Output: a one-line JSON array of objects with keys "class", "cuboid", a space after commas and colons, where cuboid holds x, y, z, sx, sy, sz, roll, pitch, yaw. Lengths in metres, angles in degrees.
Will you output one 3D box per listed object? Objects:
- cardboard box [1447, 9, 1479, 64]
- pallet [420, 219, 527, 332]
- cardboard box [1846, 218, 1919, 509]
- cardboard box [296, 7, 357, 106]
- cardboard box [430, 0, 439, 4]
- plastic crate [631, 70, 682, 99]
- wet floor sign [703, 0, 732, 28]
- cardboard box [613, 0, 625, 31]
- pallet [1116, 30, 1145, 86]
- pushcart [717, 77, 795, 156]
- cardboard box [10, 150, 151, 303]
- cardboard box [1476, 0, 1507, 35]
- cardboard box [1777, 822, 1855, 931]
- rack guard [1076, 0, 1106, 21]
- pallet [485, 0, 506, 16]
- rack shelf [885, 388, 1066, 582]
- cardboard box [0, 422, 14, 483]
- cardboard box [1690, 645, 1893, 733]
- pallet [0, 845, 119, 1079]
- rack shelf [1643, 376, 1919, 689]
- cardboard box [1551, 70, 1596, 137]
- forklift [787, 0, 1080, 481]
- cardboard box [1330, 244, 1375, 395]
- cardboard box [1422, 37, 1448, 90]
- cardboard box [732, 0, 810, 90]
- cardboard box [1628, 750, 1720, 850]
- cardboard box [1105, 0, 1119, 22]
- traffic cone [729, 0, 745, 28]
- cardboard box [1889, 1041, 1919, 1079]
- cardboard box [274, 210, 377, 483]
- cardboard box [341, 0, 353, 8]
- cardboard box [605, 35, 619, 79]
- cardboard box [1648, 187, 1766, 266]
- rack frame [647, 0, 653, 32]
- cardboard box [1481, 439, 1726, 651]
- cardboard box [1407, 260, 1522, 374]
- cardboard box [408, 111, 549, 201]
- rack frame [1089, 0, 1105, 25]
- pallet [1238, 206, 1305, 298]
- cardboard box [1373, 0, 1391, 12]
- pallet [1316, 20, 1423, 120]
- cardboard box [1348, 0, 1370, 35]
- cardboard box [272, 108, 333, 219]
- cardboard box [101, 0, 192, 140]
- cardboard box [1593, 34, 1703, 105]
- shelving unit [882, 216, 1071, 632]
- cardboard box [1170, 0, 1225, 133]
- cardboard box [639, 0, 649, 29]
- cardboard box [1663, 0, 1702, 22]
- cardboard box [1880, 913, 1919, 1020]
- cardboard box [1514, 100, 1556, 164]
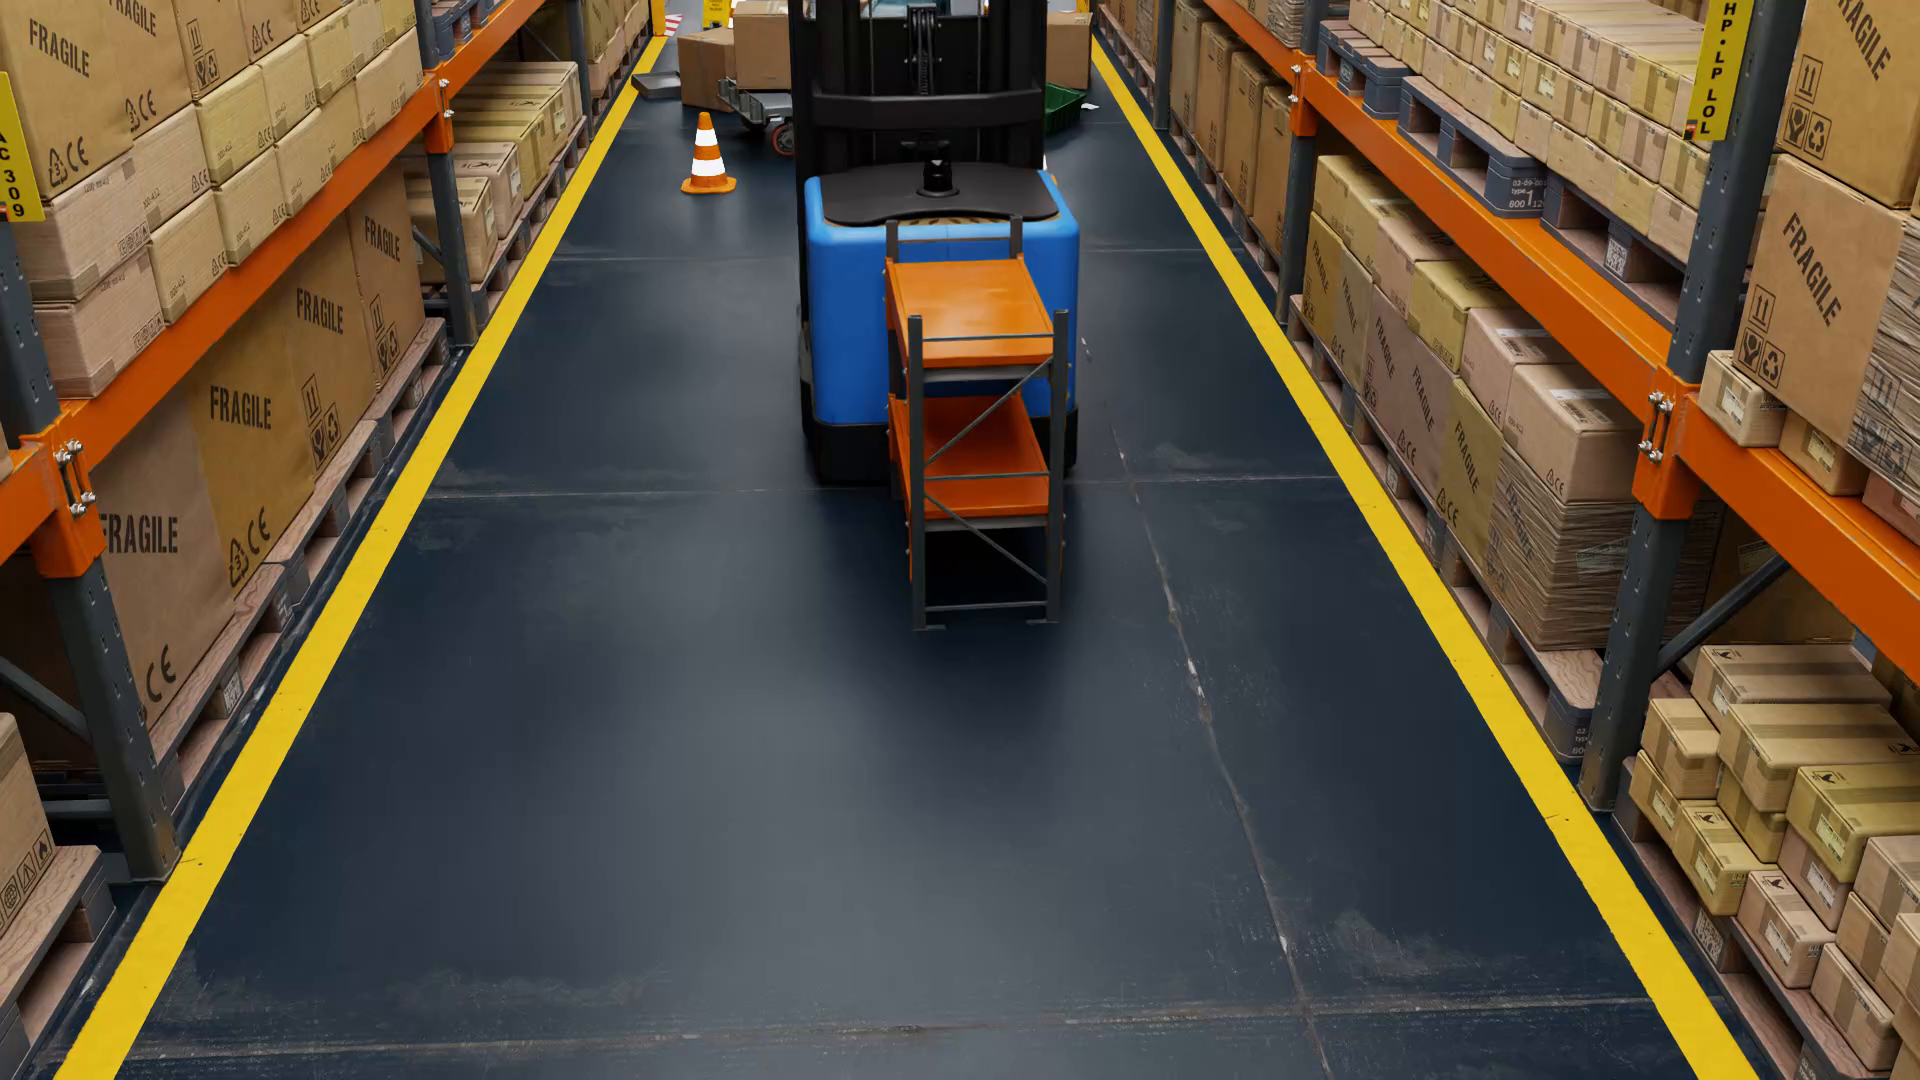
[{"class": "cardboard box", "cuboid": [1.985, -1.817, 5.985, 0.380, 0.149, 0.250, -2, 28, -3]}, {"class": "pallet", "cuboid": [-2.886, -1.391, 8.689, 1.003, 0.211, 1.213, -1, 28, -3]}, {"class": "cardboard box", "cuboid": [2.108, -0.299, 3.149, 0.500, 0.500, 0.500, -1, 28, -3]}, {"class": "cardboard box", "cuboid": [-2.490, -1.732, 5.948, 0.500, 0.250, 0.500, -2, 28, -4]}, {"class": "cardboard box", "cuboid": [-2.659, -2.627, 7.861, 0.380, 0.149, 0.250, -3, 28, -6]}, {"class": "plastic crate", "cuboid": [-2.318, -3.564, 12.997, 0.402, 0.080, 0.583, -11, 30, -20]}, {"class": "wet floor sign", "cuboid": [-2.205, -5.031, 15.198, 0.267, 0.644, 0.232, 8, 29, 15]}, {"class": "cardboard box", "cuboid": [-2.881, -4.179, 12.727, 0.500, 0.500, 0.500, 0, 28, 0]}, {"class": "pallet", "cuboid": [1.854, -3.961, 13.617, 1.003, 0.211, 1.213, -1, 28, -3]}, {"class": "pushcart", "cuboid": [-0.781, -3.029, 11.650, 1.648, 0.377, 0.936, -11, 30, -20]}, {"class": "cardboard box", "cuboid": [-2.379, -0.785, 4.132, 0.500, 0.250, 0.500, -2, 28, -4]}, {"class": "cardboard box", "cuboid": [2.002, -1.831, 5.691, 0.380, 0.149, 0.250, -2, 28, -3]}, {"class": "cardboard box", "cuboid": [2.151, 0.762, 3.853, 0.380, 0.149, 0.250, -2, 28, -3]}, {"class": "rack guard", "cuboid": [1.673, -5.030, 15.354, 1.175, 0.500, 0.348, -1, 28, -3]}, {"class": "pallet", "cuboid": [-2.991, -3.095, 9.147, 1.003, 0.211, 1.213, -1, 28, -3]}, {"class": "rack shelf", "cuboid": [0.034, -0.222, 5.988, 0.538, 0.278, 1.000, -3, 28, -5]}, {"class": "cardboard box", "cuboid": [-2.358, -0.256, 3.388, 0.500, 0.500, 0.500, -1, 28, -2]}, {"class": "cardboard box", "cuboid": [2.112, 0.393, 4.239, 0.380, 0.149, 0.250, 0, 28, -1]}, {"class": "pallet", "cuboid": [-2.676, 1.170, 3.778, 1.003, 0.211, 1.213, -1, 28, -3]}, {"class": "rack shelf", "cuboid": [2.405, 0.657, 2.524, 1.077, 0.370, 4.000, -1, 28, -3]}, {"class": "cardboard box", "cuboid": [2.039, -1.334, 5.059, 0.380, 0.149, 0.250, -2, 28, -4]}, {"class": "forklift", "cuboid": [-0.204, -2.183, 7.266, 1.130, 2.935, 3.031, -3, 28, -5]}, {"class": "cardboard box", "cuboid": [1.904, -0.946, 7.069, 0.500, 0.500, 0.500, -1, 28, -2]}, {"class": "cardboard box", "cuboid": [1.974, -1.800, 6.275, 0.380, 0.149, 0.250, -1, 28, -1]}, {"class": "cardboard box", "cuboid": [-1.279, -3.398, 11.406, 0.500, 0.500, 0.500, -1, 28, -3]}, {"class": "cardboard box", "cuboid": [1.999, 0.668, 4.354, 0.380, 0.149, 0.250, -3, 28, -5]}, {"class": "cardboard box", "cuboid": [1.775, -5.060, 14.551, 0.875, 0.875, 0.875, -1, 28, -2]}, {"class": "traffic cone", "cuboid": [-1.953, -4.669, 14.701, 0.336, 0.463, 0.334, -1, 28, -3]}, {"class": "cardboard box", "cuboid": [2.190, 1.144, 3.442, 0.380, 0.149, 0.250, -3, 28, -5]}, {"class": "cardboard box", "cuboid": [-2.851, -0.778, 6.341, 0.875, 0.875, 0.875, -1, 28, -2]}, {"class": "cardboard box", "cuboid": [-2.523, -2.285, 6.198, 0.500, 0.500, 0.500, -1, 28, -2]}, {"class": "cardboard box", "cuboid": [-2.856, -3.606, 12.440, 0.500, 0.250, 0.500, 0, 28, 0]}, {"class": "cardboard box", "cuboid": [2.082, -0.839, 4.432, 0.380, 0.149, 0.250, -2, 28, -4]}, {"class": "rack frame", "cuboid": [-3.264, -5.961, 14.436, 1.000, 3.000, 0.127, -1, 28, -3]}, {"class": "cardboard box", "cuboid": [2.010, 0.001, 5.254, 0.500, 0.500, 0.500, -2, 28, -4]}, {"class": "cardboard box", "cuboid": [1.954, -0.815, 6.007, 0.500, 0.250, 0.500, -3, 28, -5]}, {"class": "cardboard box", "cuboid": [-2.946, -2.240, 9.688, 0.950, 0.372, 0.625, 0, 28, -1]}, {"class": "rack frame", "cuboid": [1.674, -6.127, 14.754, 1.000, 3.000, 0.127, -1, 28, -3]}, {"class": "pallet", "cuboid": [2.126, -1.562, 9.017, 1.003, 0.211, 1.213, -1, 28, -3]}, {"class": "cardboard box", "cuboid": [1.933, -2.286, 6.886, 0.380, 0.149, 0.250, 0, 28, 0]}, {"class": "pallet", "cuboid": [2.235, -2.021, 7.089, 1.213, 0.211, 1.003, -1, 28, -3]}, {"class": "cardboard box", "cuboid": [1.913, -2.296, 7.226, 0.380, 0.149, 0.250, -2, 28, -3]}, {"class": "cardboard box", "cuboid": [-2.453, -1.269, 5.603, 0.500, 0.250, 0.500, -2, 28, -3]}, {"class": "cardboard box", "cuboid": [-2.428, -1.351, 4.408, 0.500, 0.500, 0.500, -2, 28, -3]}, {"class": "cardboard box", "cuboid": [2.058, -1.348, 4.766, 0.380, 0.149, 0.250, -2, 28, -4]}, {"class": "shelving unit", "cuboid": [0.034, -0.439, 5.874, 0.538, 1.125, 1.048, -3, 28, -5]}, {"class": "cardboard box", "cuboid": [2.005, -3.184, 11.090, 1.050, 0.750, 0.750, -2, 28, -3]}, {"class": "cardboard box", "cuboid": [-2.952, -4.550, 14.250, 0.500, 0.250, 0.500, -2, 28, -3]}, {"class": "cardboard box", "cuboid": [2.653, -1.839, 5.706, 0.380, 0.149, 0.250, -1, 28, -1]}, {"class": "cardboard box", "cuboid": [2.097, 0.876, 3.312, 0.380, 0.149, 0.250, -1, 28, -2]}, {"class": "cardboard box", "cuboid": [2.024, -1.318, 5.351, 0.380, 0.149, 0.250, -3, 28, -5]}]
